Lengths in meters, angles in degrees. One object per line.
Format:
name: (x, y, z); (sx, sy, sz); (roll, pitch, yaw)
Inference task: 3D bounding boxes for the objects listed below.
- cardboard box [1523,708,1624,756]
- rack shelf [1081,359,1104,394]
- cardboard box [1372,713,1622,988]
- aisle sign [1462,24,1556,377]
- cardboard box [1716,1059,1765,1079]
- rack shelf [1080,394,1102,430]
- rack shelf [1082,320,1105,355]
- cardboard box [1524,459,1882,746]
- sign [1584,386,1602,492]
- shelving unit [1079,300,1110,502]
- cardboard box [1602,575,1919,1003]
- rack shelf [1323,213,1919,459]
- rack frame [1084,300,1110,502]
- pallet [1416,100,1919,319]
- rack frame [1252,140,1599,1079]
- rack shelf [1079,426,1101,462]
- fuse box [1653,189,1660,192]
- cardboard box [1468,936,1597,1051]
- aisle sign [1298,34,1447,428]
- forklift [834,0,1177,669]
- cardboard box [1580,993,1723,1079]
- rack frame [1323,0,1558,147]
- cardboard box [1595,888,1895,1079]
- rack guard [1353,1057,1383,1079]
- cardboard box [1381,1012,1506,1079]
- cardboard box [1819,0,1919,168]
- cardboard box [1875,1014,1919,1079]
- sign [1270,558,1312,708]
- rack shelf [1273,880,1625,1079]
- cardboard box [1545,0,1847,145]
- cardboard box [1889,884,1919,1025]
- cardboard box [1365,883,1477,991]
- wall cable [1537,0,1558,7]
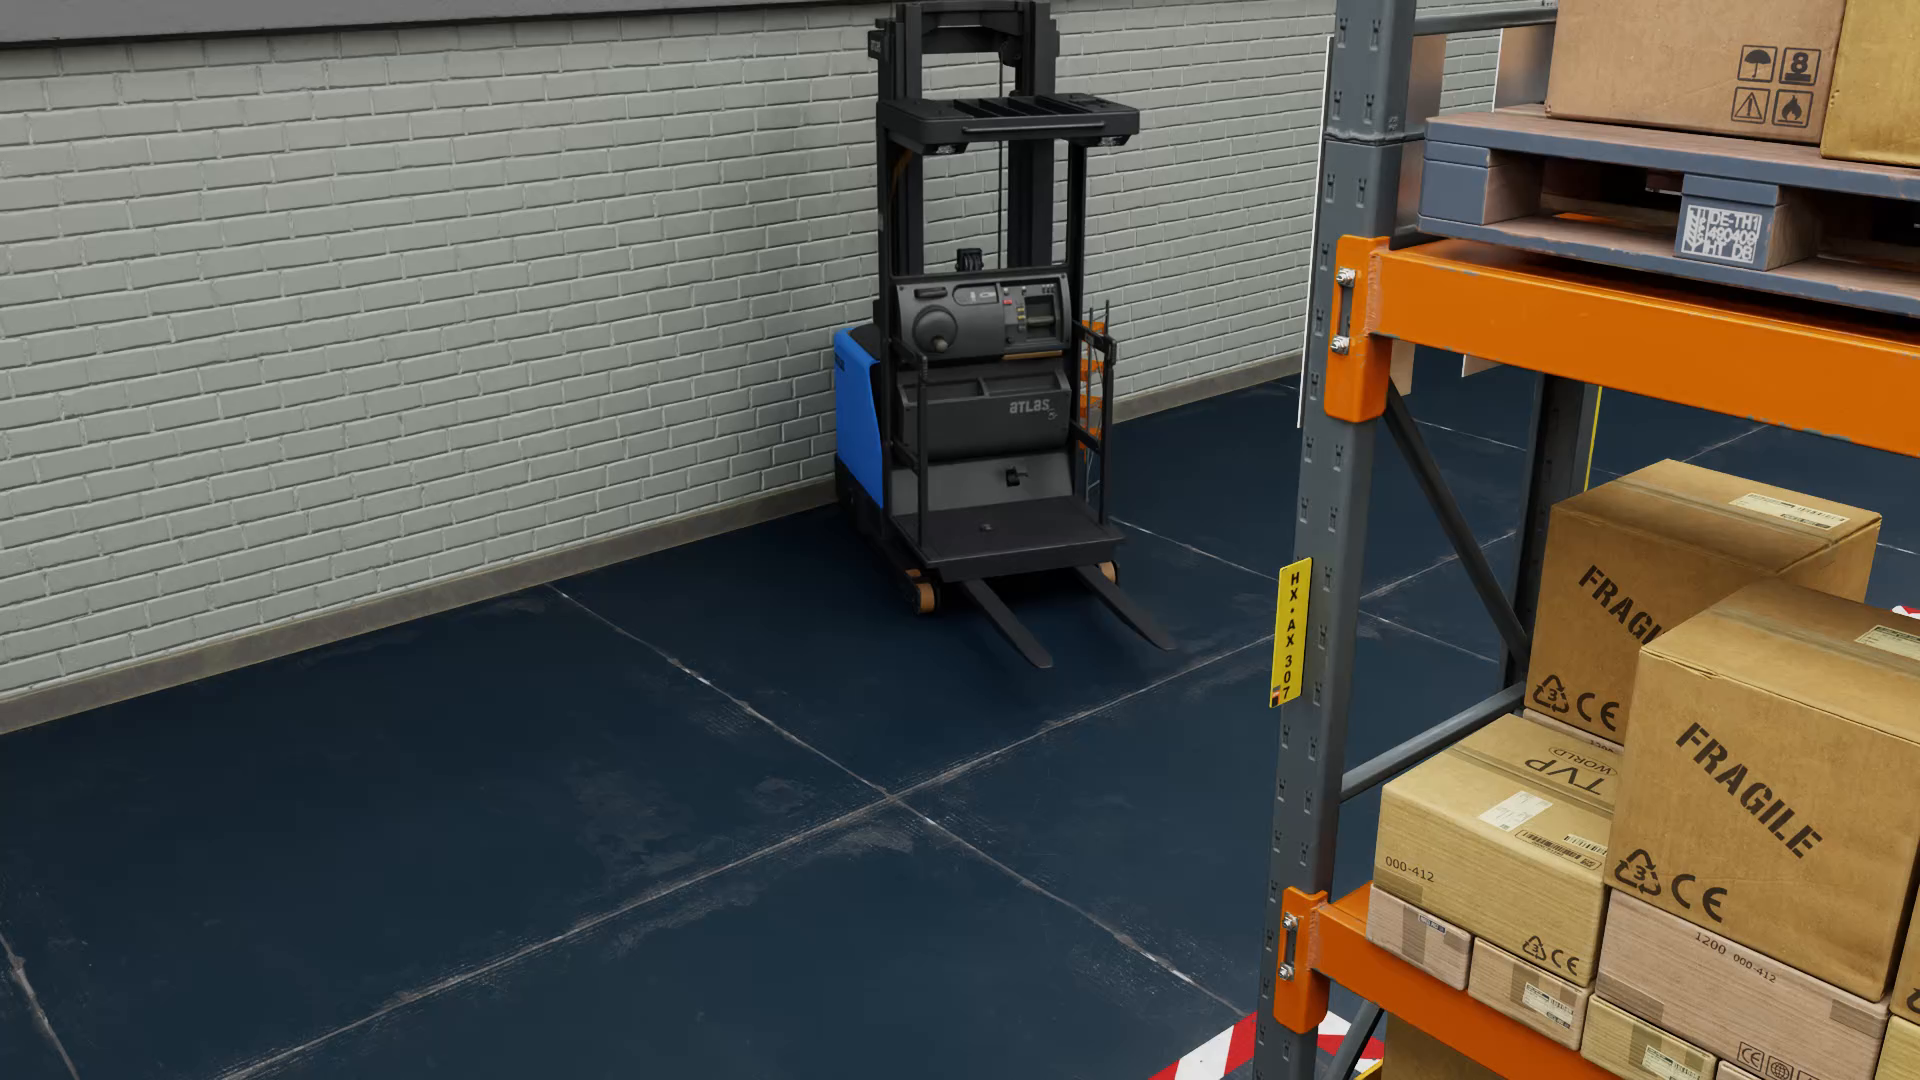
cardboard box: (1.650, 0.512, 3.862); (0.500, 0.250, 0.500); (-18, 28, -38)
rack shelf: (0.605, -1.011, 9.992); (0.480, 0.148, 0.258); (12, 24, 28)
cardboard box: (1.241, 0.638, 3.539); (0.500, 0.250, 0.500); (-18, 28, -39)
aisle sign: (1.313, -0.792, 3.828); (0.394, 0.787, 0.004); (-17, 27, -37)
cardboard box: (1.621, 1.017, 3.120); (0.380, 0.149, 0.250); (-18, 28, -38)
rack shelf: (0.605, -0.803, 10.074); (0.480, 0.148, 0.258); (12, 24, 28)
rack shelf: (0.605, -1.232, 9.906); (0.480, 0.148, 0.258); (12, 24, 28)
cardboard box: (1.650, 0.164, 3.721); (0.500, 0.500, 0.500); (-17, 27, -37)
sign: (1.553, -0.265, 4.135); (0.100, 0.325, 0.005); (-17, 27, -37)
shelving unit: (0.605, -0.866, 10.049); (0.503, 1.200, 0.258); (12, 24, 28)
cardboard box: (1.568, 0.427, 3.050); (0.500, 0.500, 0.500); (-18, 28, -39)
rack shelf: (2.438, 0.001, 2.242); (1.077, 0.370, 4.000); (-17, 27, -37)
rack frame: (0.816, -0.821, 9.935); (0.015, 1.200, 0.240); (12, 24, 28)
pallet: (1.625, -0.643, 3.021); (1.003, 0.211, 1.213); (-17, 27, -37)
rack frame: (1.133, 0.510, 4.069); (1.000, 3.000, 0.127); (-17, 27, -37)
rack shelf: (0.605, -0.618, 10.146); (0.480, 0.148, 0.258); (12, 24, 28)
fuse box: (6.628, -3.261, 15.464); (0.539, 1.711, 0.414); (-17, 27, -37)
cardboard box: (1.283, 0.874, 3.484); (0.380, 0.149, 0.250); (-18, 28, -38)
aisle sign: (0.858, -0.649, 3.463); (0.394, 0.787, 0.004); (-17, 27, -37)
forklift: (0.198, -1.147, 8.395); (1.130, 2.935, 3.031); (-7, 22, -17)
cardboard box: (1.450, 0.945, 3.303); (0.380, 0.149, 0.250); (-18, 28, -39)
rack frame: (1.133, -2.283, 2.975); (1.000, 3.000, 0.127); (-17, 27, -37)
cardboard box: (1.586, 0.780, 3.177); (0.500, 0.250, 0.500); (-18, 28, -38)
rack guard: (1.117, 1.667, 4.542); (1.175, 0.500, 0.348); (-17, 27, -37)
cardboard box: (1.611, 1.462, 3.977); (0.875, 0.875, 0.875); (-17, 27, -37)
cardboard box: (1.789, -0.860, 2.604); (0.700, 0.500, 0.500); (-19, 28, -39)
cardboard box: (1.911, 0.920, 2.820); (0.500, 0.250, 0.500); (-19, 28, -39)
sign: (0.708, 0.200, 3.564); (0.100, 0.325, 0.005); (-17, 27, -37)
rack shelf: (2.438, 1.397, 2.789); (1.077, 0.370, 4.000); (-17, 27, -37)
cardboard box: (1.513, -1.044, 3.075); (0.700, 0.500, 0.500); (-20, 29, -41)
cardboard box: (1.911, 0.569, 2.688); (0.500, 0.500, 0.500); (-18, 28, -39)
cardboard box: (1.114, 0.804, 3.664); (0.380, 0.149, 0.250); (-17, 27, -37)
wall cable: (4.942, -3.889, 13.865); (0.585, 1.953, 0.123); (-17, 27, -37)
